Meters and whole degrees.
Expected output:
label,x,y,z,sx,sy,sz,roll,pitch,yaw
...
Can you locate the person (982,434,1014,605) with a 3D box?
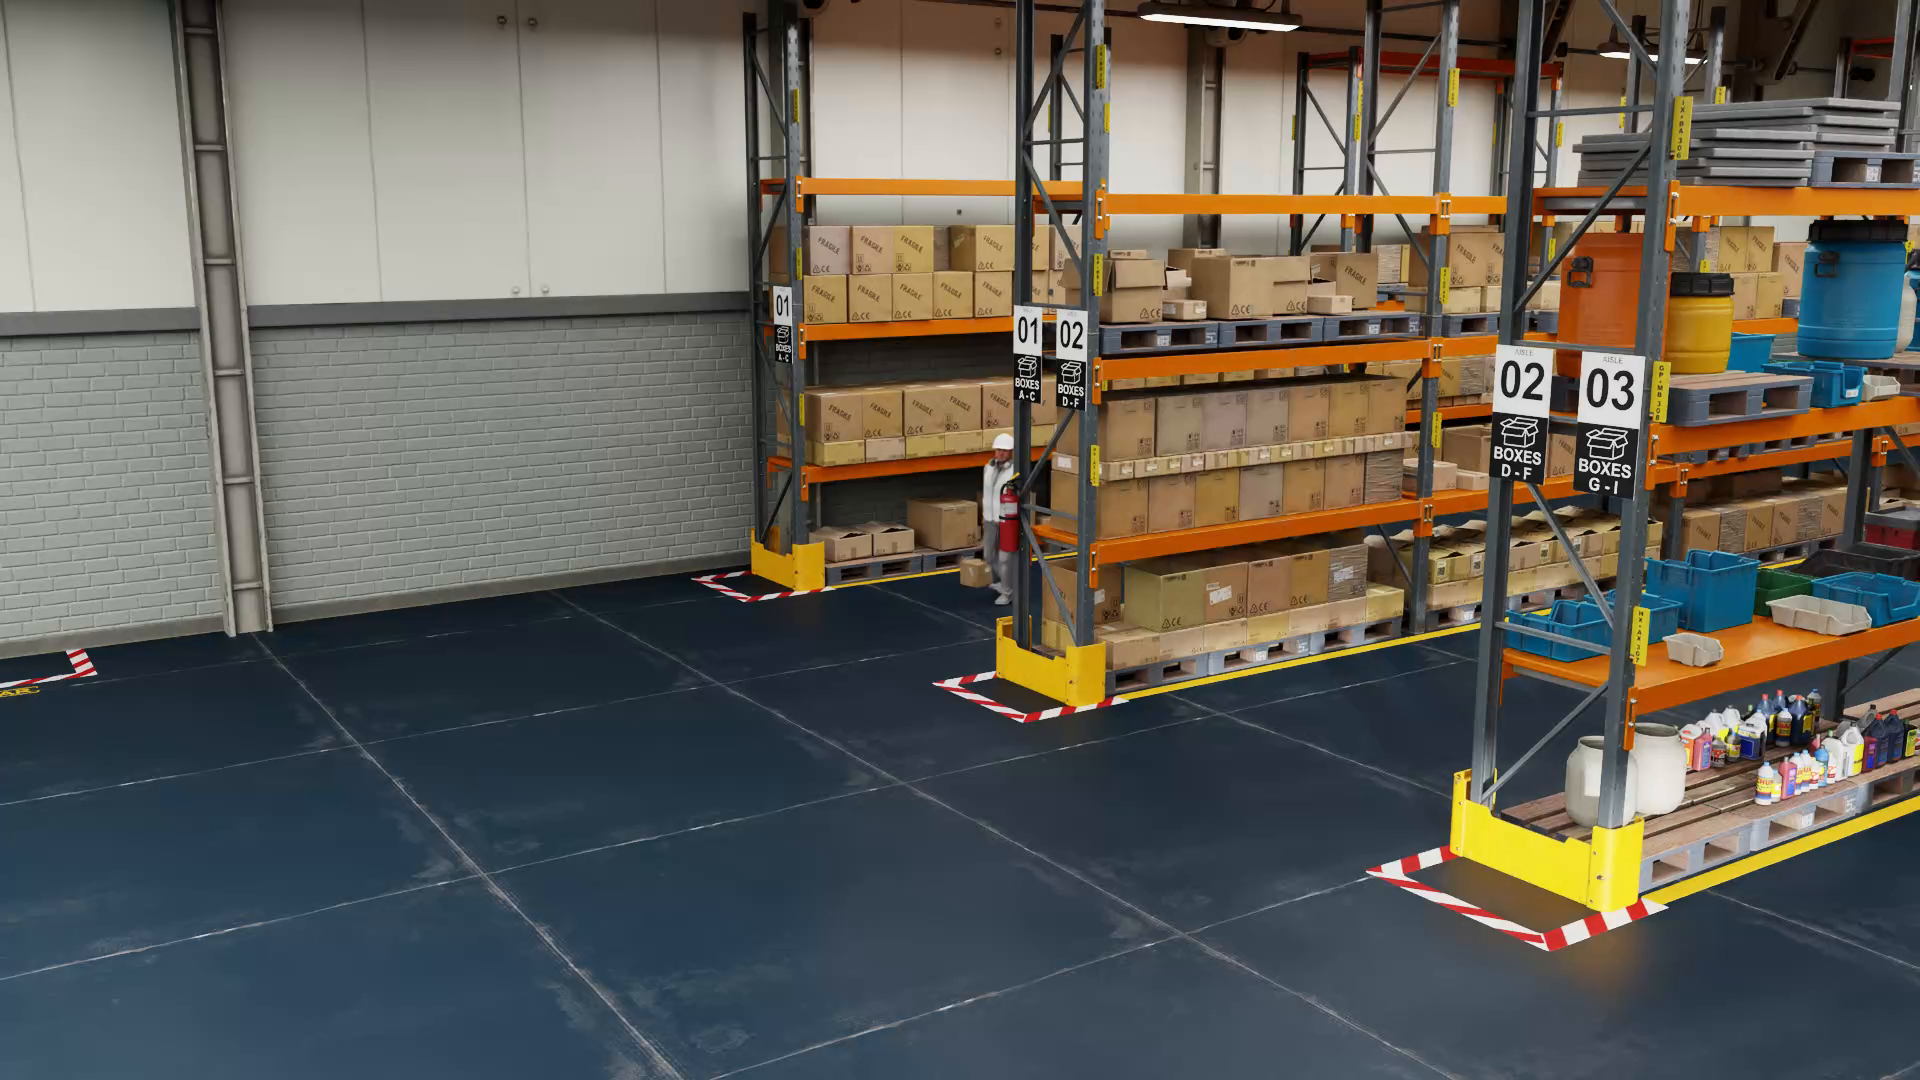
label,x,y,z,sx,sy,sz,roll,pitch,yaw
person,0.478,-0.231,17.035,0.584,1.763,0.571,9,14,39
